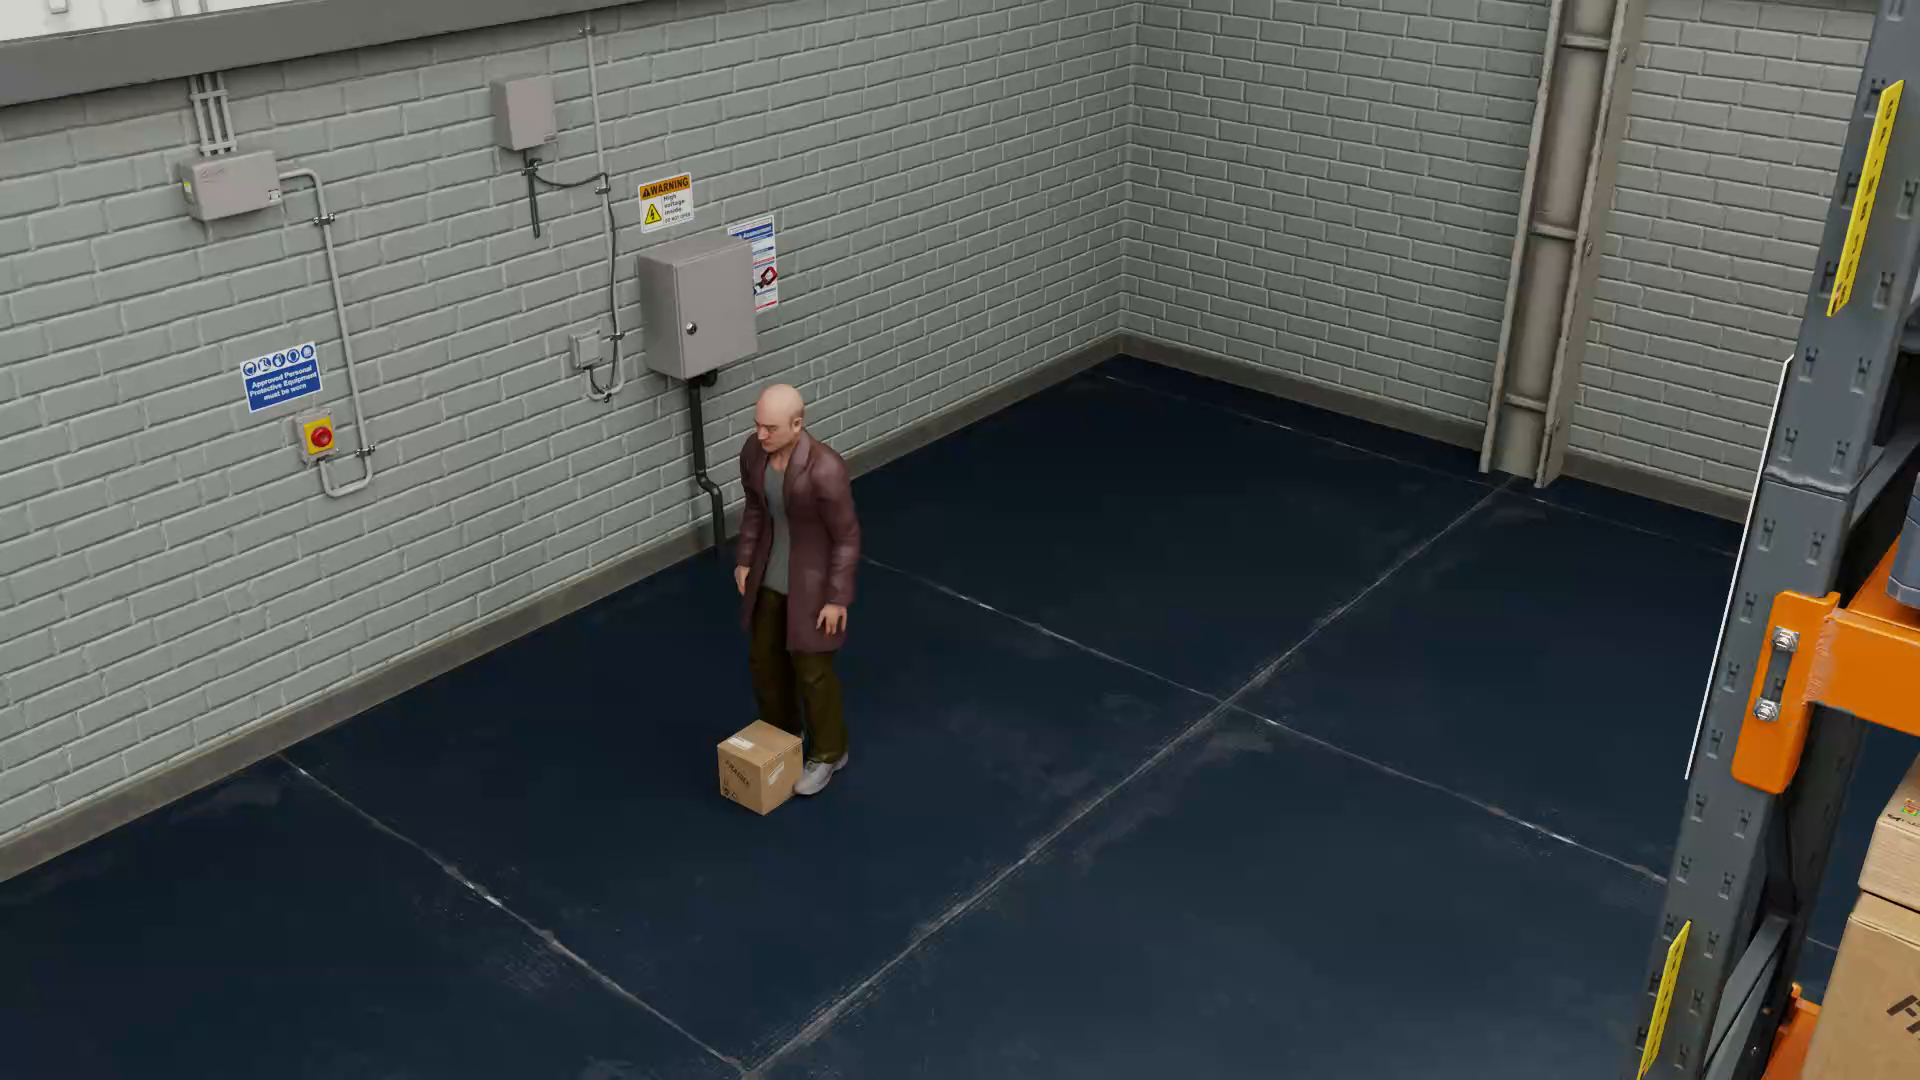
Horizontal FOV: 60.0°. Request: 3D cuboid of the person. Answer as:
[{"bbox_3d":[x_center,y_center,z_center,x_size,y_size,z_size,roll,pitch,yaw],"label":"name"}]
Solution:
[{"bbox_3d":[-0.680,0.179,6.784,0.641,1.773,0.428,20,33,34],"label":"person"}]
